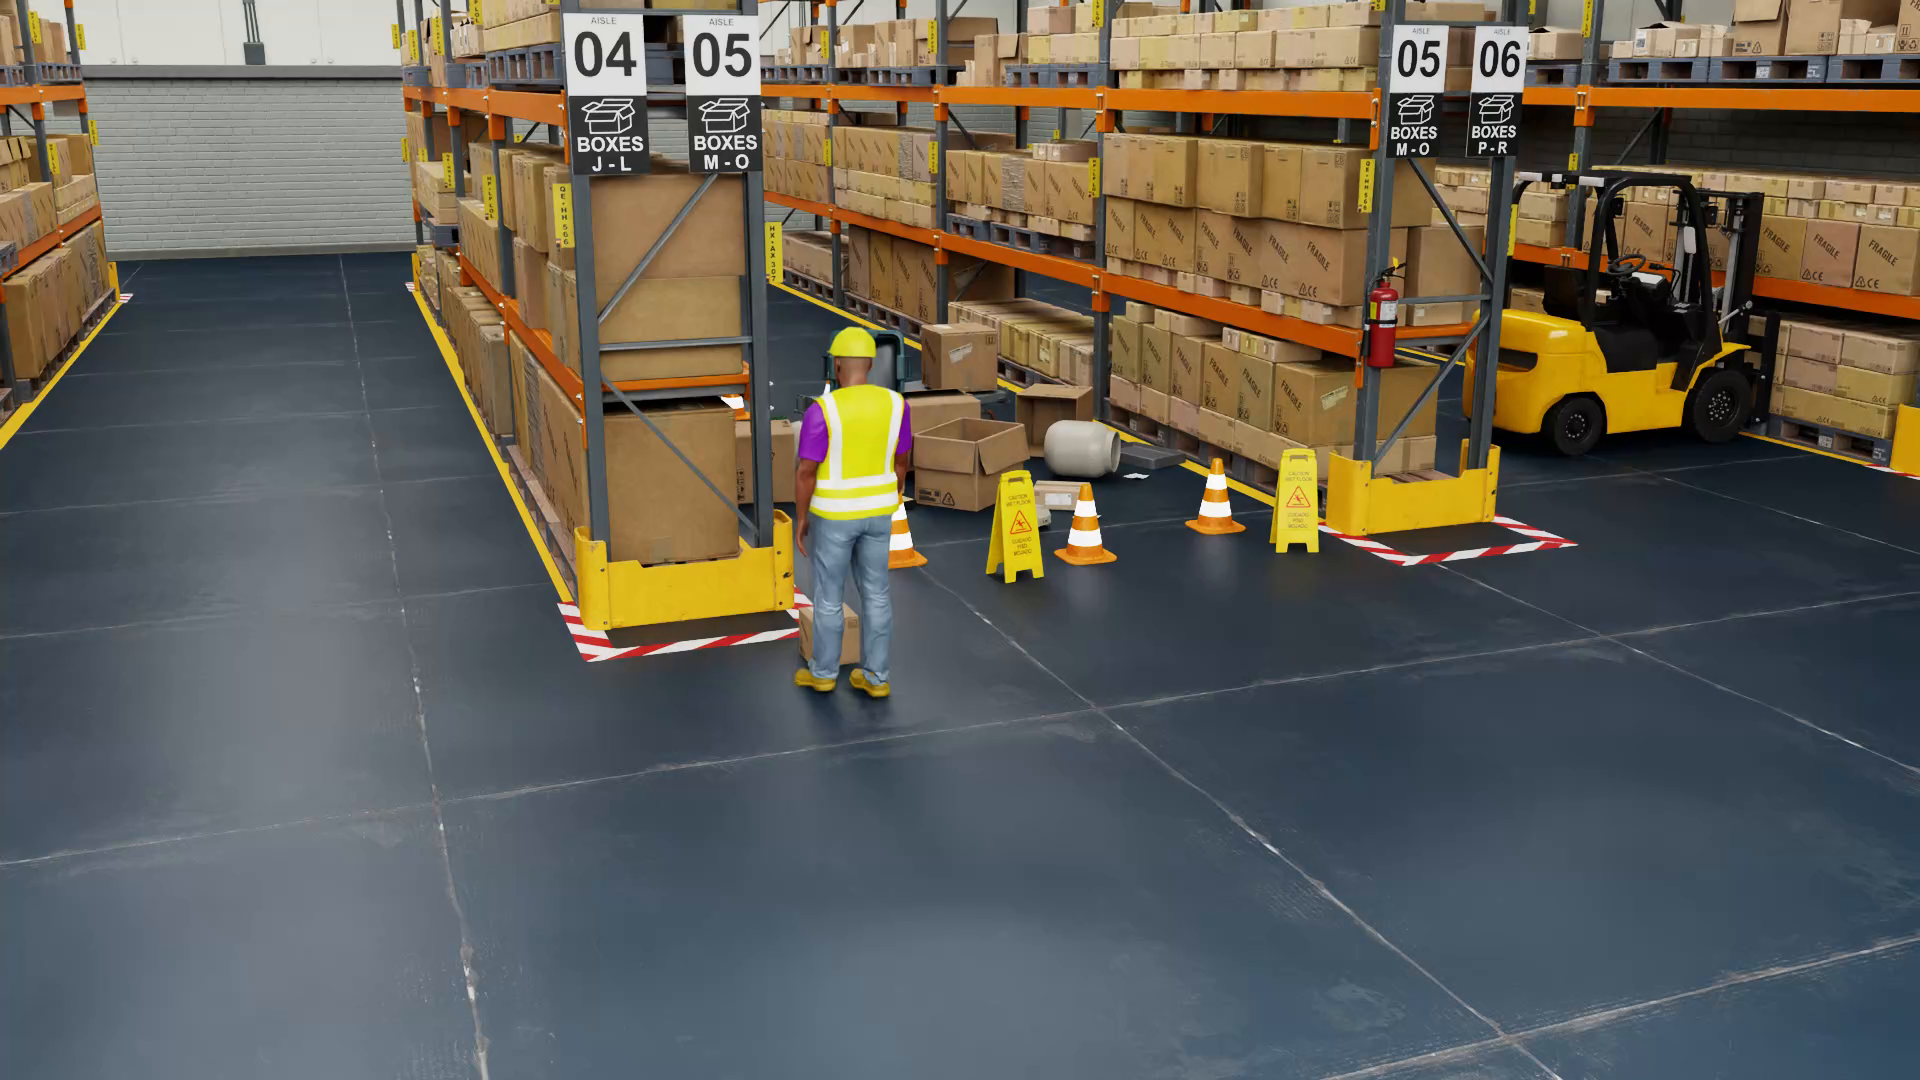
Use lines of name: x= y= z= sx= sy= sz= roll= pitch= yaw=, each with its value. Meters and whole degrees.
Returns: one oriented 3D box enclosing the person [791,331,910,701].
person: x=-0.524 y=-0.115 z=7.901 sx=0.566 sy=1.763 sz=0.360 roll=-5 pitch=16 yaw=-19
